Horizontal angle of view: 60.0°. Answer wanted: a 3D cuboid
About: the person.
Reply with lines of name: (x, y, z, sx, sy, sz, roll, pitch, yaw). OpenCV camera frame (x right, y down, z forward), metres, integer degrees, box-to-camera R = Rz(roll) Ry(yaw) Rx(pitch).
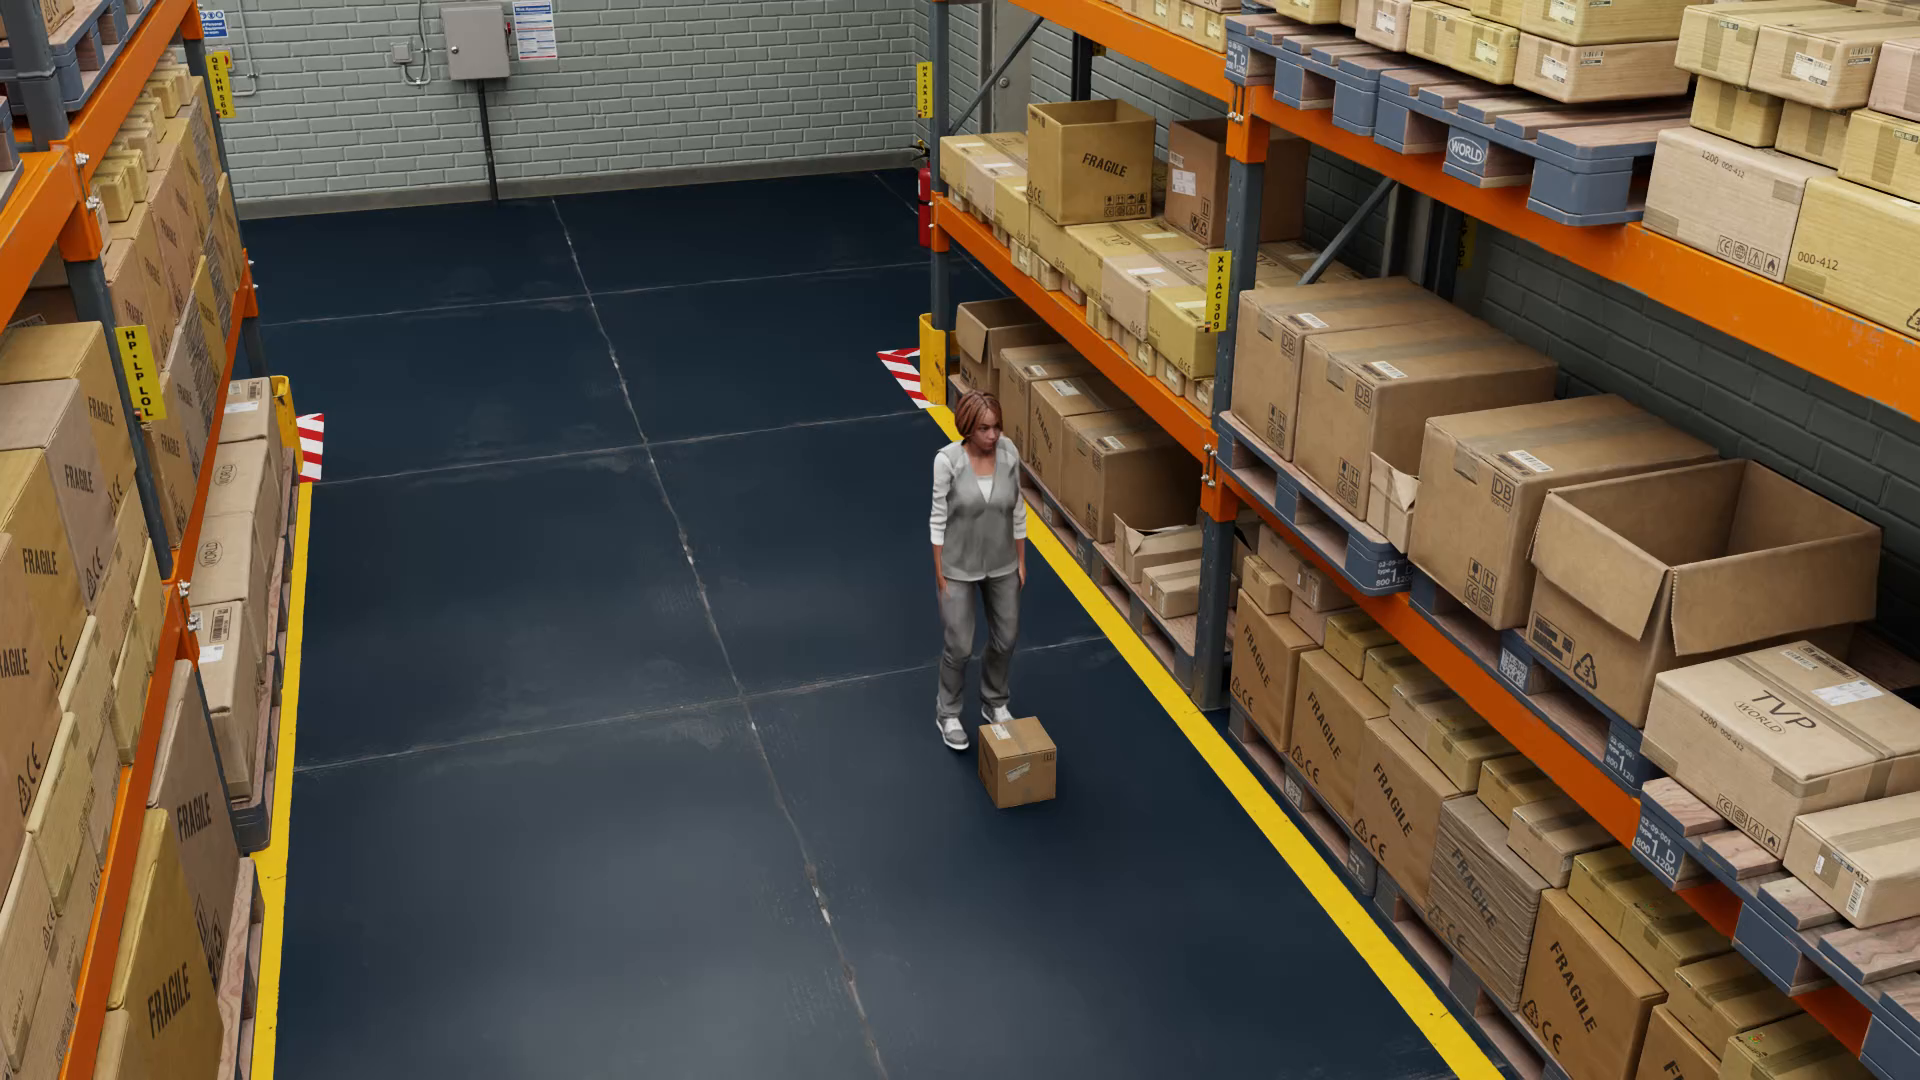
person: (0.083, 0.117, 6.905, 0.420, 1.589, 0.312, -9, 28, -17)
